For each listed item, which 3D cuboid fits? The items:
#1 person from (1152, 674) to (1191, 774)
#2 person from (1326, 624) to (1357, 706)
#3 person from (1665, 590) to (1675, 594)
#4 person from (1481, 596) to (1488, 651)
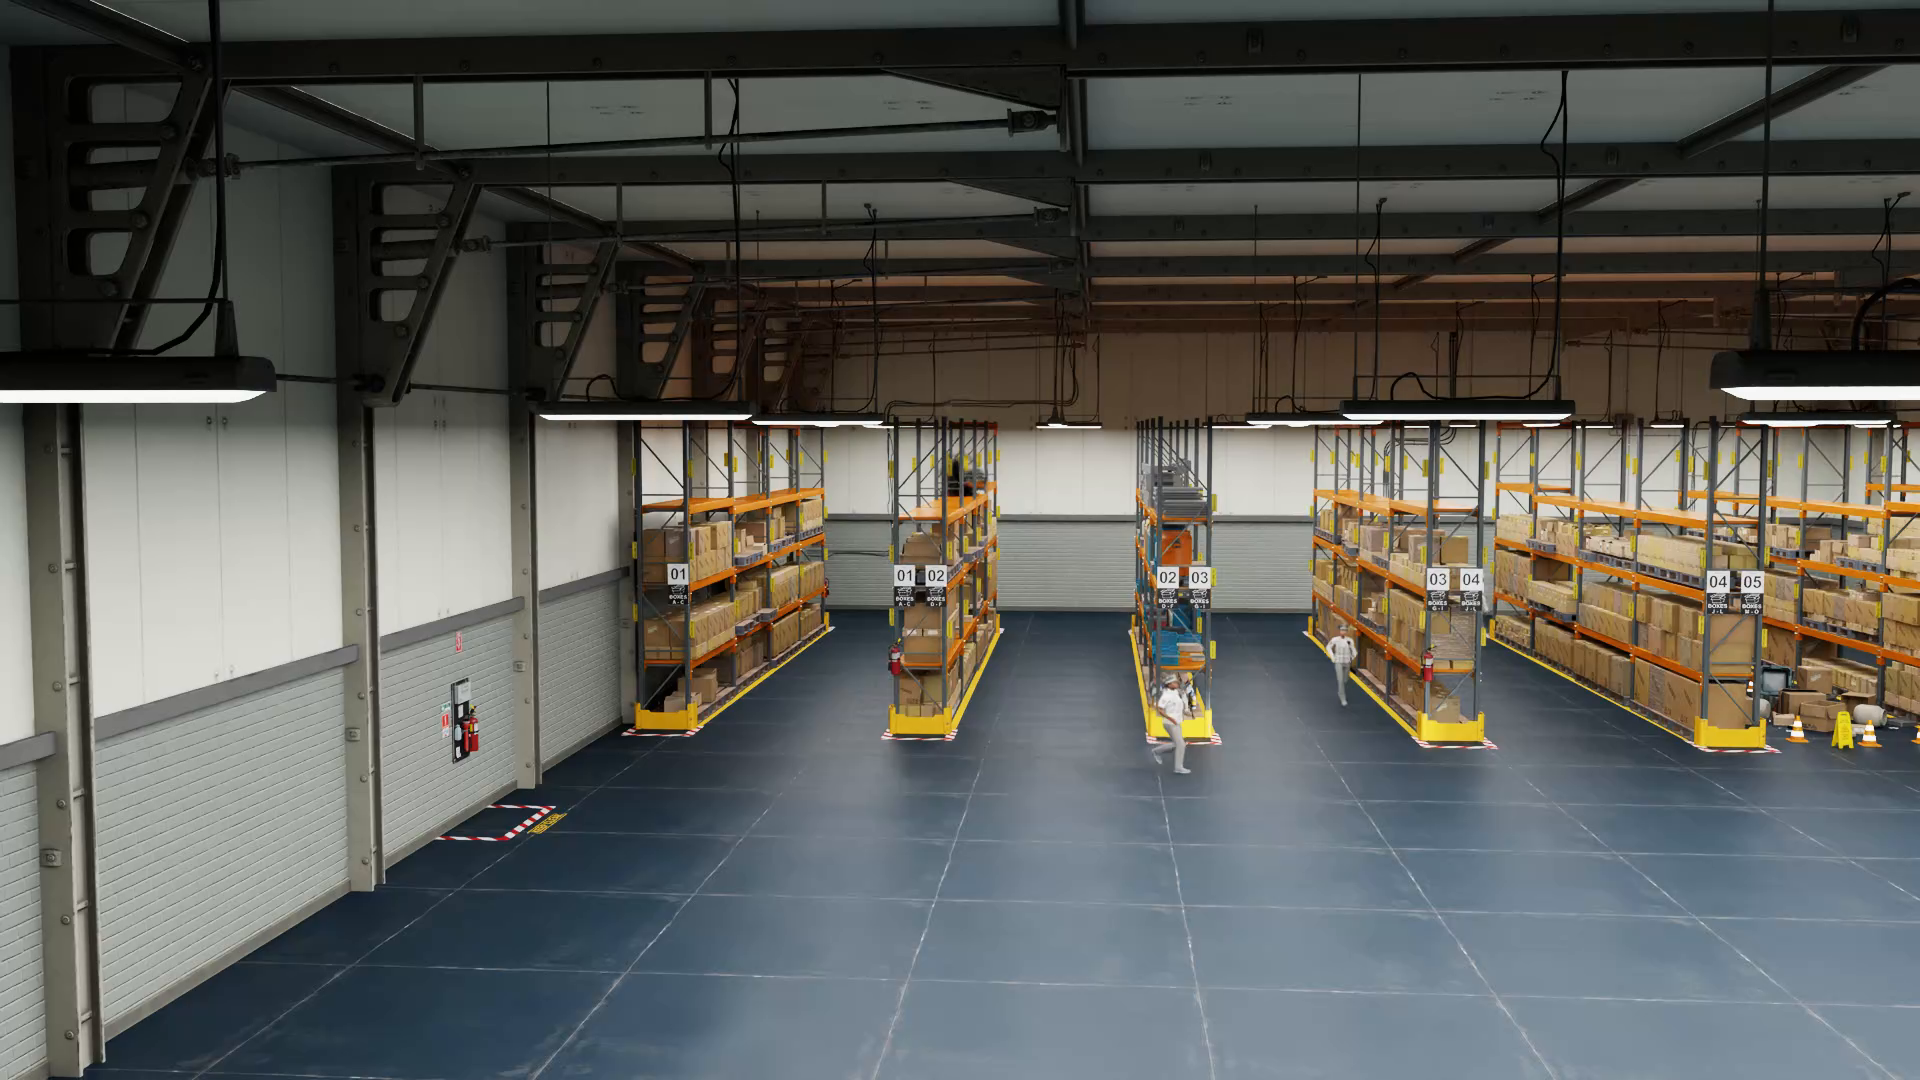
[{"bbox_3d":[3.548,3.071,27.900,0.697,1.655,0.584,2,4,29],"label":"person"},{"bbox_3d":[8.054,2.607,35.051,0.618,1.693,0.836,0,4,1],"label":"person"},{"bbox_3d":[20.275,1.818,47.295,0.940,1.598,0.615,2,4,24],"label":"person"},{"bbox_3d":[13.600,2.025,43.788,0.618,1.702,0.883,0,4,0],"label":"person"}]
